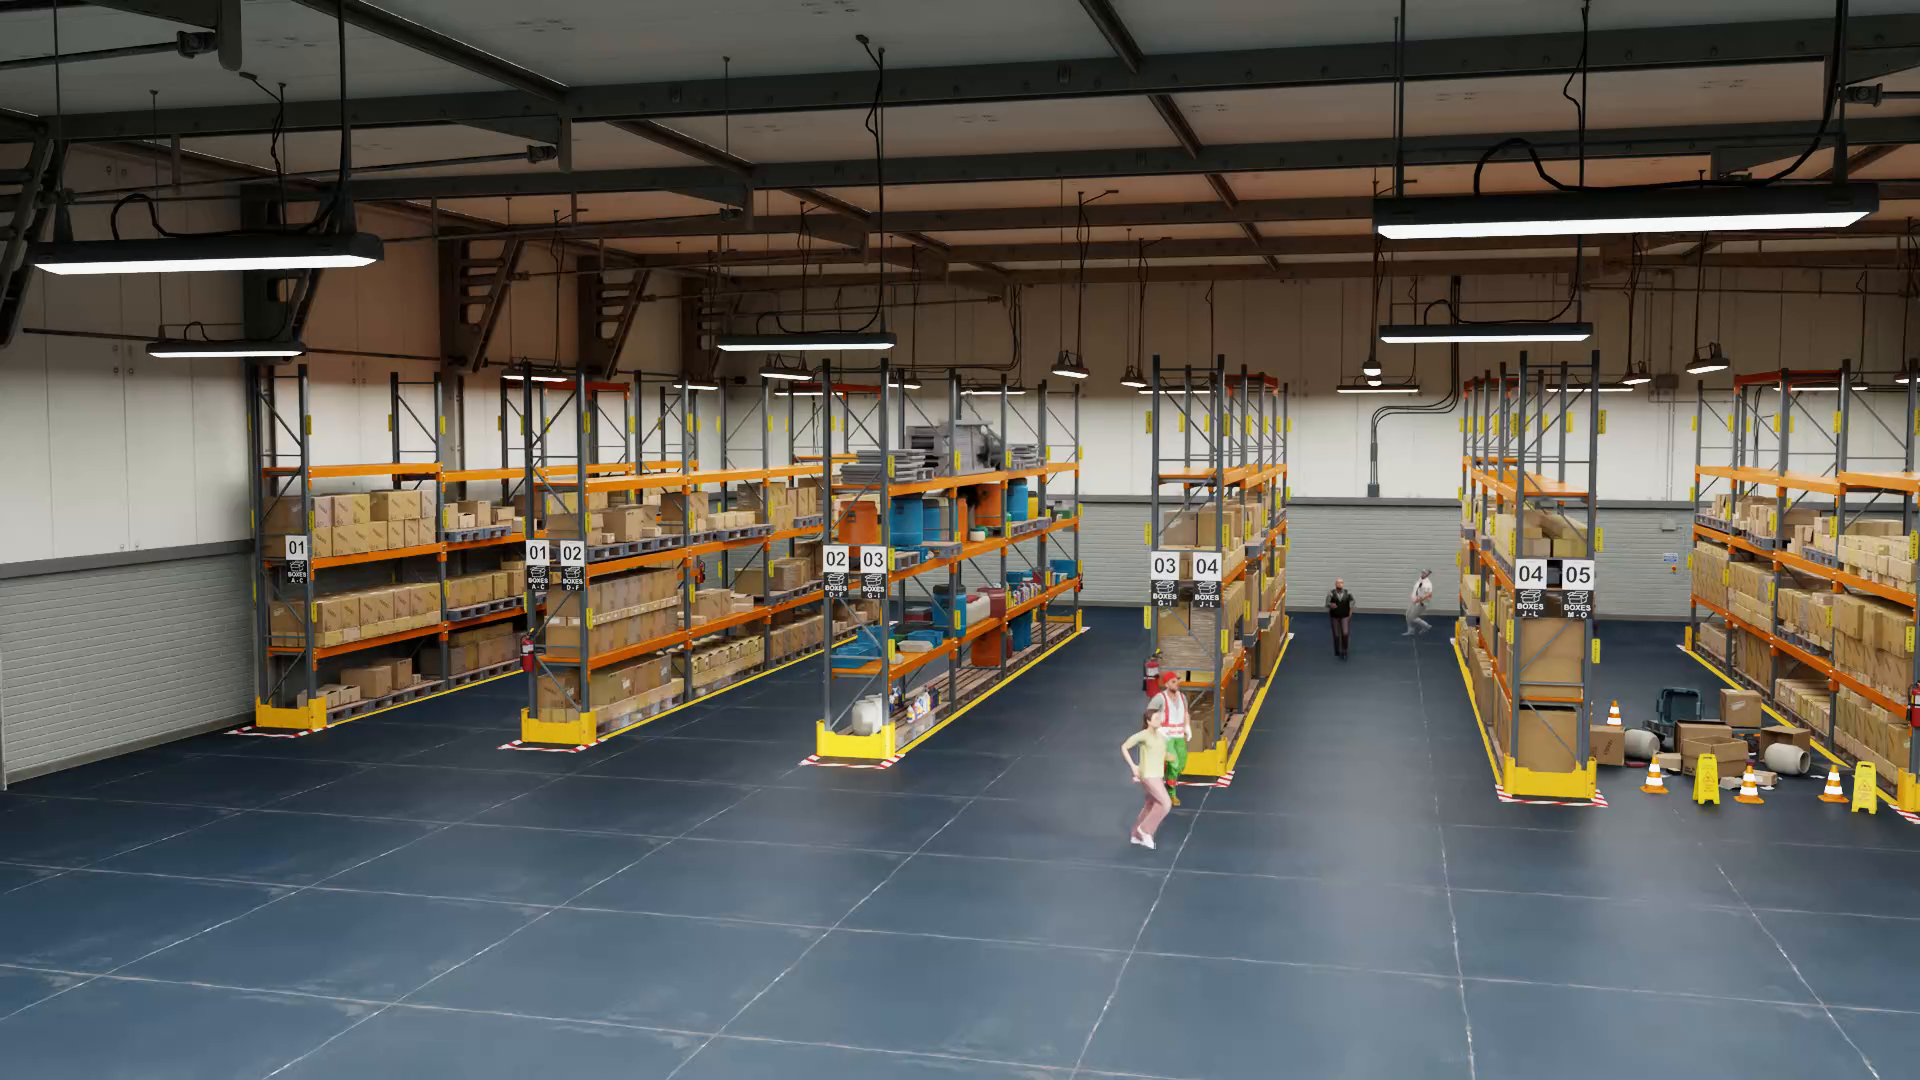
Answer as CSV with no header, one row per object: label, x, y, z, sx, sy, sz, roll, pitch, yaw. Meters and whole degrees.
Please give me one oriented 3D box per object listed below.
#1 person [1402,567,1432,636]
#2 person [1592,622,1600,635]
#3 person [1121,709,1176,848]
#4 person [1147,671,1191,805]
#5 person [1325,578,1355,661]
person,10.819,1.463,39.310,0.595,1.697,0.756,0,4,3
person,14.583,1.540,38.756,0.681,1.633,0.609,1,4,18
person,2.283,2.808,19.628,0.599,1.639,0.565,3,5,37
person,2.764,2.610,22.171,0.691,1.751,0.669,-2,5,-31
person,8.124,1.702,35.584,0.635,1.770,0.756,1,4,13
